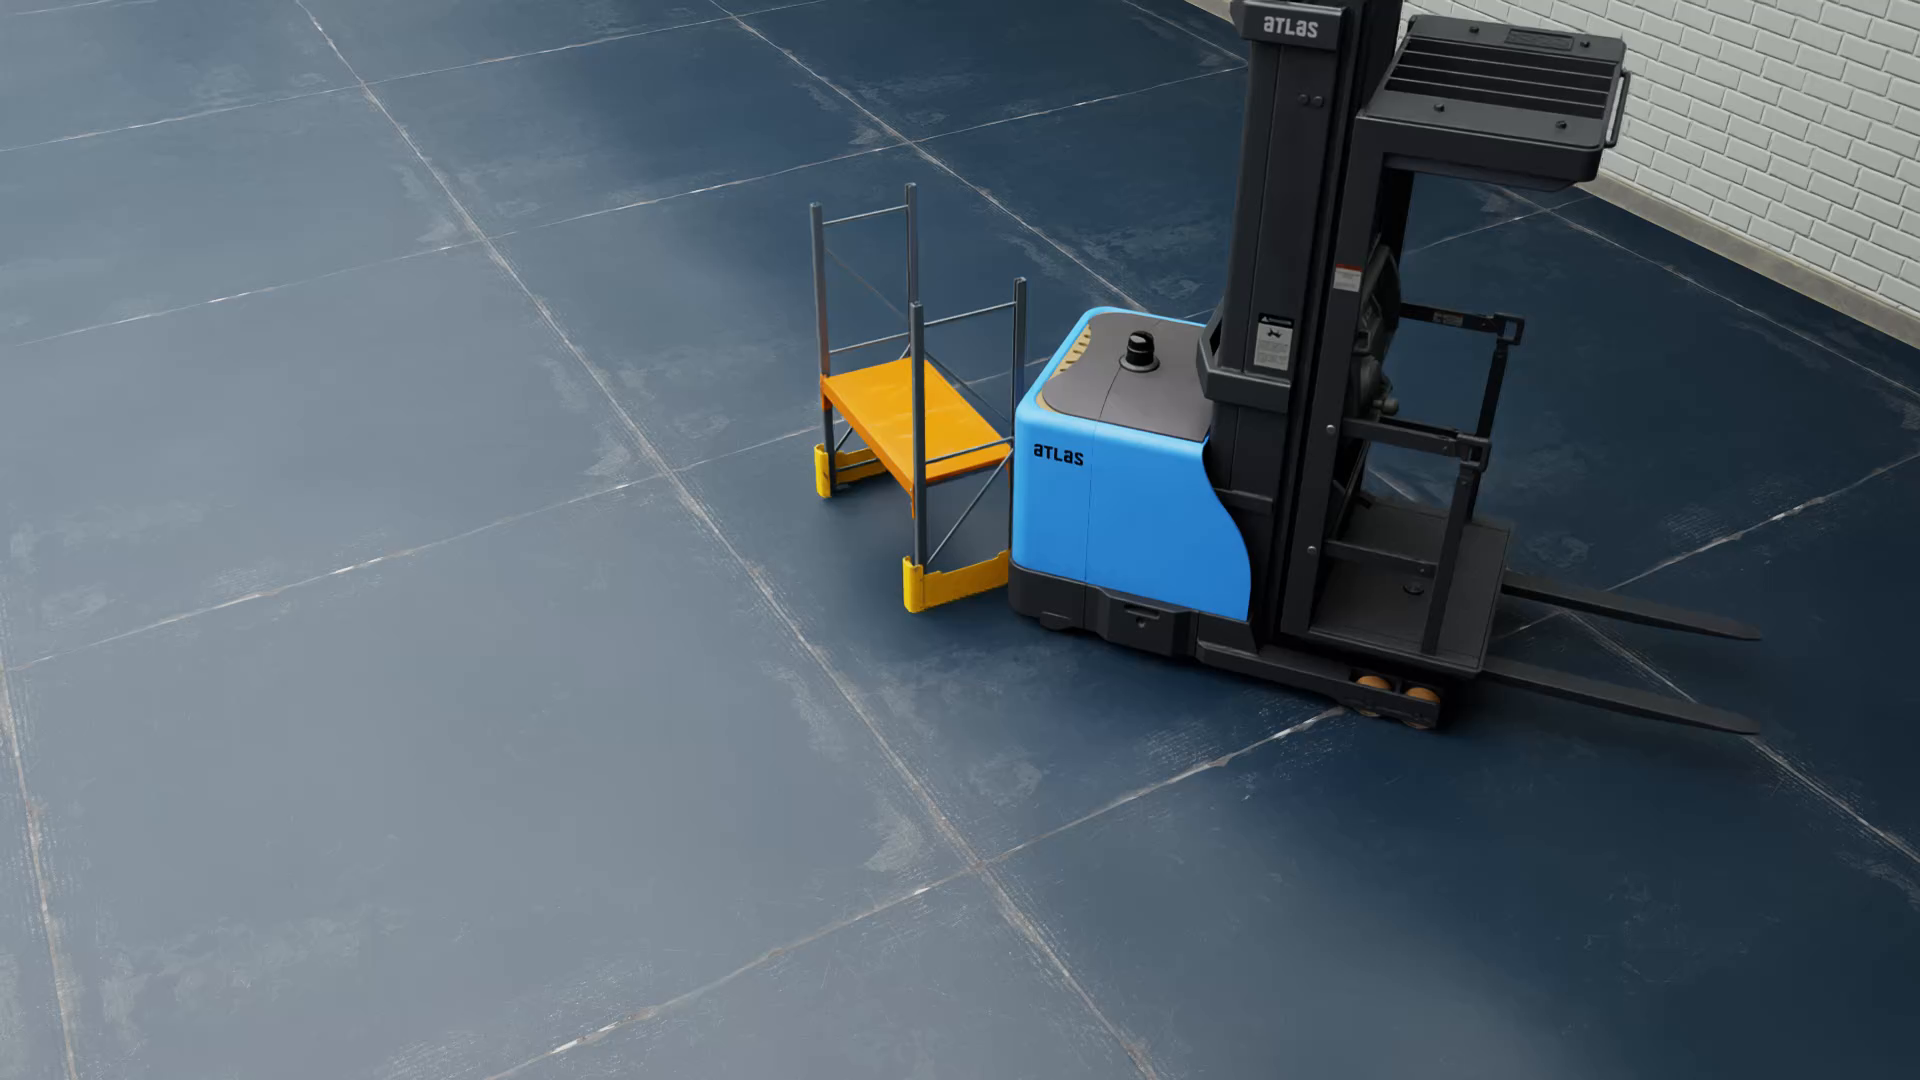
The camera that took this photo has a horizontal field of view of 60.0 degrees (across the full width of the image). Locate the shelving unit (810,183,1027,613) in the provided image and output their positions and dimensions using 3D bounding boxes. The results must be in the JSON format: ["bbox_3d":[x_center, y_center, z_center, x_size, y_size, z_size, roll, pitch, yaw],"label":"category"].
[{"bbox_3d":[-0.197,-0.644,7.360,0.587,1.500,1.083,-17,39,-21],"label":"shelving unit"}]

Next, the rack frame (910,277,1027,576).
[{"bbox_3d":[0.036,-0.371,6.987,0.500,1.500,0.032,-17,39,-21],"label":"rack frame"}]

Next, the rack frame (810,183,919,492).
[{"bbox_3d":[-0.421,-0.907,7.720,0.500,1.500,0.032,-17,39,-21],"label":"rack frame"}]

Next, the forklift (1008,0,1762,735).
[{"bbox_3d":[1.778,-0.779,6.332,3.031,2.935,1.130,13,38,18],"label":"forklift"}]

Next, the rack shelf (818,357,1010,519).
[{"bbox_3d":[-0.192,-0.494,7.460,0.538,0.185,1.000,-17,39,-21],"label":"rack shelf"}]

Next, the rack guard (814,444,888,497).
[{"bbox_3d":[-0.421,-0.402,8.088,0.587,0.250,0.087,-17,39,-21],"label":"rack guard"}]

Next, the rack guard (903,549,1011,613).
[{"bbox_3d":[0.027,0.123,7.369,0.587,0.250,0.087,-17,39,-21],"label":"rack guard"}]
